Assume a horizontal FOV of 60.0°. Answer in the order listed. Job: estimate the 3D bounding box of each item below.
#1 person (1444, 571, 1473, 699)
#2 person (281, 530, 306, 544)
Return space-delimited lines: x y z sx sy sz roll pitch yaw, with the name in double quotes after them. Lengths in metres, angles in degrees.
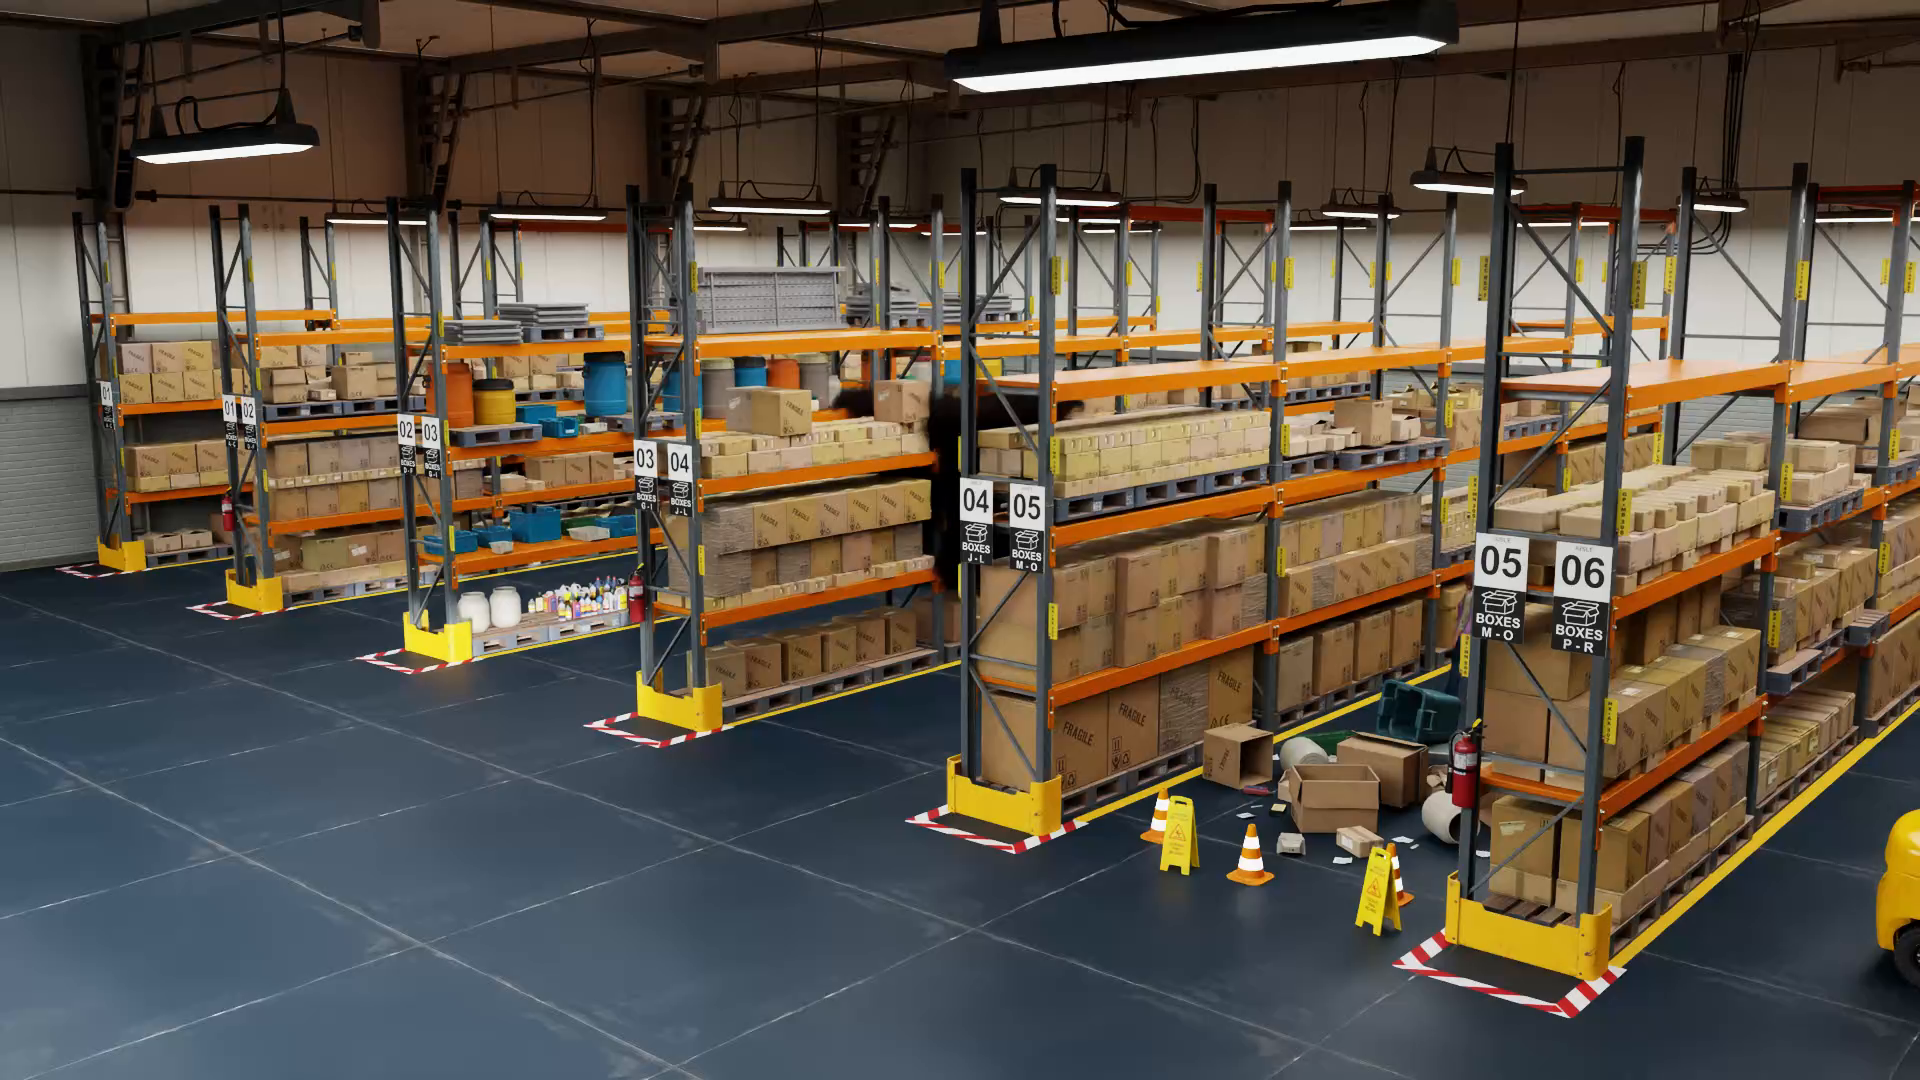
5.976 1.149 19.620 0.512 1.602 0.401 -4 10 -21 "person"
-11.438 -0.385 28.385 0.452 1.757 0.558 -2 10 -12 "person"
